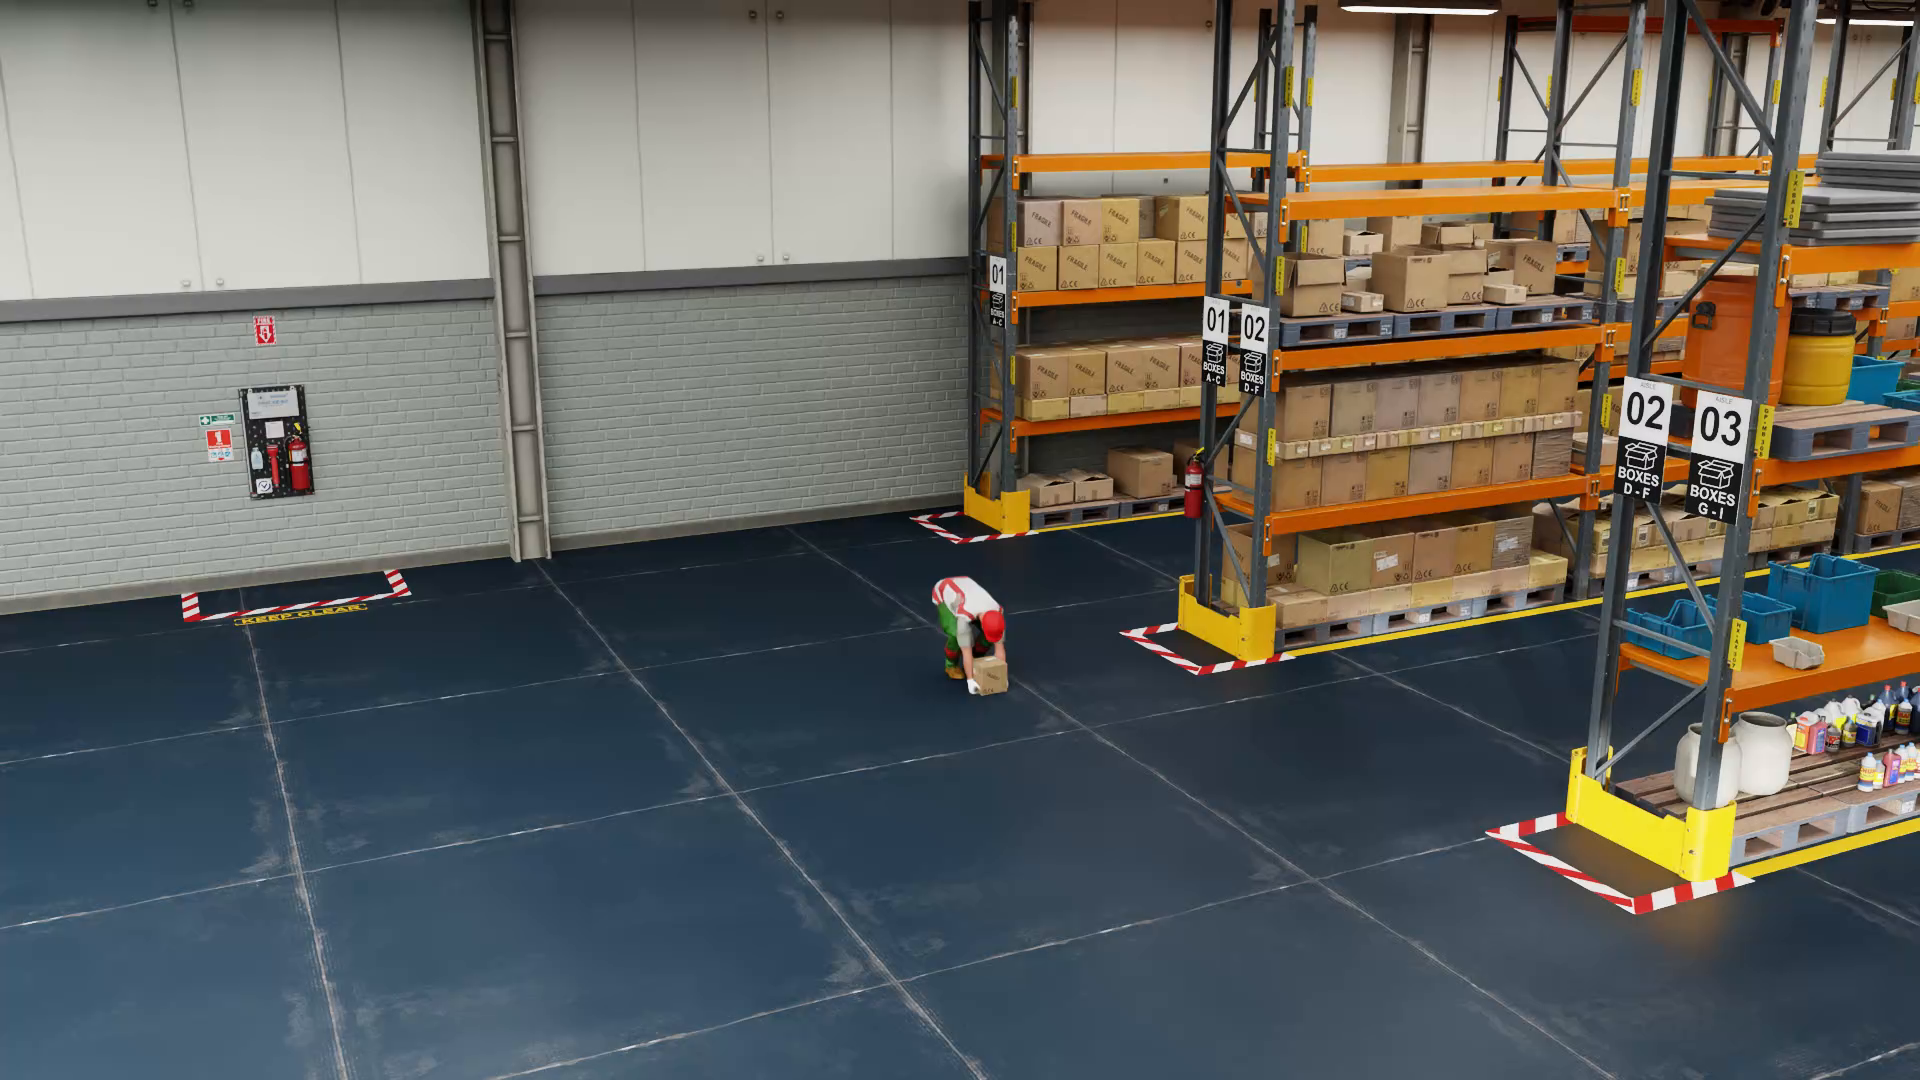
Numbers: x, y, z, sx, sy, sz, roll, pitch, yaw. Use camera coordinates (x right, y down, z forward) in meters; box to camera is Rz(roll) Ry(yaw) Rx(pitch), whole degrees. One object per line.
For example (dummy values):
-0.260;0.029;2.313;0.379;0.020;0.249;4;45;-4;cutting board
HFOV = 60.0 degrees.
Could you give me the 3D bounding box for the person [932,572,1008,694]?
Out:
0.116;0.795;14.591;0.530;0.915;0.956;-8;17;-27;person
